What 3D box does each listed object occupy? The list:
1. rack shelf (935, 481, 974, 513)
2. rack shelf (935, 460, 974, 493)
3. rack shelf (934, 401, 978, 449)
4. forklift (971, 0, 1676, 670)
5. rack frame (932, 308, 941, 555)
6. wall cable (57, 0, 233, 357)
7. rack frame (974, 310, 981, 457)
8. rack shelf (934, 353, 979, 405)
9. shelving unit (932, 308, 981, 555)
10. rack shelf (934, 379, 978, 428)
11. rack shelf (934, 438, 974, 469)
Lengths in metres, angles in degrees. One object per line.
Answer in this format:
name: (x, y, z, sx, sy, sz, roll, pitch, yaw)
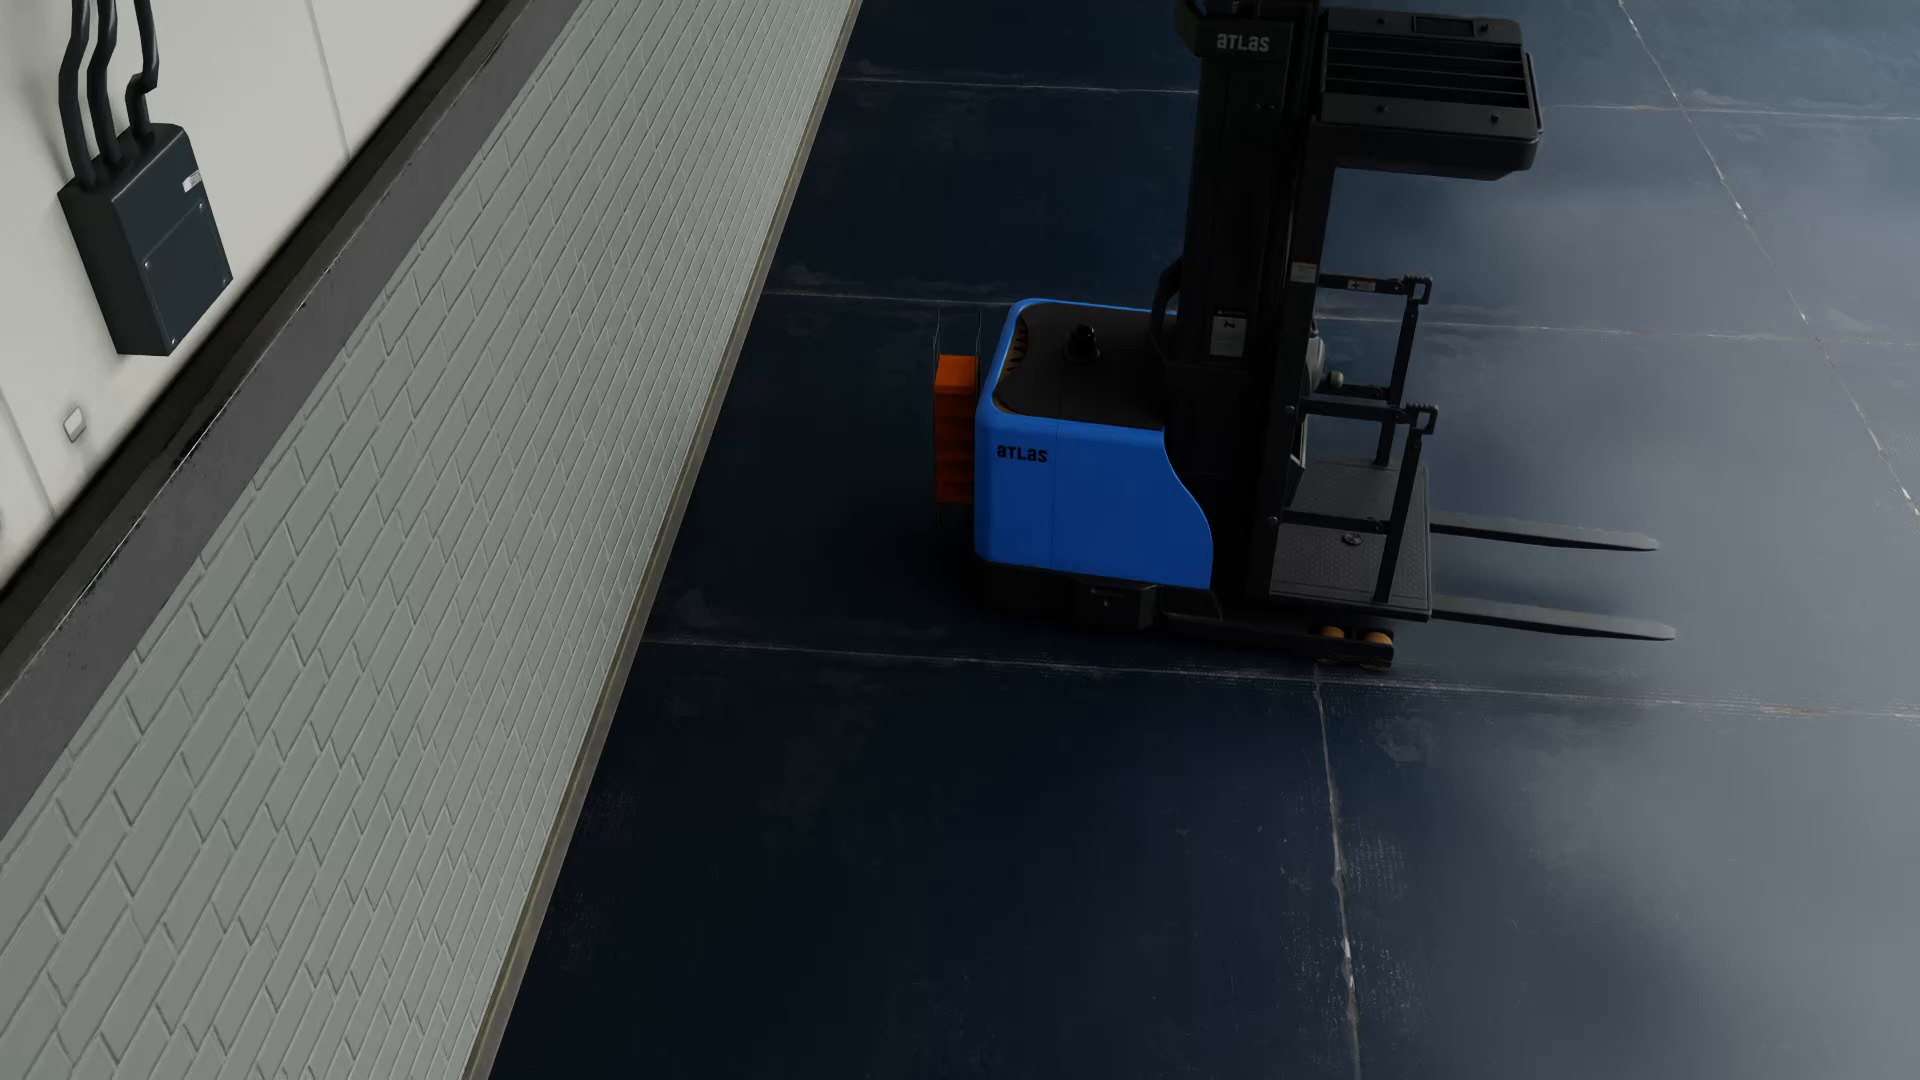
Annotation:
rack shelf: (-0.014, -0.246, 7.722, 0.180, 0.103, 0.258, 3, 39, 4)
rack shelf: (-0.014, -0.339, 7.646, 0.180, 0.103, 0.258, 3, 39, 4)
rack shelf: (-0.014, -0.525, 7.495, 0.180, 0.103, 0.258, 3, 39, 4)
forklift: (1.618, -0.941, 6.754, 3.031, 2.935, 1.130, 7, 40, 9)
rack frame: (-0.106, -0.471, 7.549, 0.006, 1.200, 0.240, 3, 39, 4)
wall cable: (-1.506, -3.418, 2.297, 0.169, 6.003, 2.305, 3, 39, 4)
rack frame: (0.077, -0.461, 7.537, 0.006, 1.200, 0.240, 3, 39, 4)
rack shelf: (-0.014, -0.711, 7.343, 0.180, 0.103, 0.258, 3, 39, 4)
shelving unit: (-0.014, -0.466, 7.543, 0.189, 1.200, 0.258, 3, 39, 4)
rack shelf: (-0.014, -0.618, 7.419, 0.180, 0.103, 0.258, 3, 39, 4)
rack shelf: (-0.014, -0.432, 7.571, 0.180, 0.103, 0.258, 3, 39, 4)
